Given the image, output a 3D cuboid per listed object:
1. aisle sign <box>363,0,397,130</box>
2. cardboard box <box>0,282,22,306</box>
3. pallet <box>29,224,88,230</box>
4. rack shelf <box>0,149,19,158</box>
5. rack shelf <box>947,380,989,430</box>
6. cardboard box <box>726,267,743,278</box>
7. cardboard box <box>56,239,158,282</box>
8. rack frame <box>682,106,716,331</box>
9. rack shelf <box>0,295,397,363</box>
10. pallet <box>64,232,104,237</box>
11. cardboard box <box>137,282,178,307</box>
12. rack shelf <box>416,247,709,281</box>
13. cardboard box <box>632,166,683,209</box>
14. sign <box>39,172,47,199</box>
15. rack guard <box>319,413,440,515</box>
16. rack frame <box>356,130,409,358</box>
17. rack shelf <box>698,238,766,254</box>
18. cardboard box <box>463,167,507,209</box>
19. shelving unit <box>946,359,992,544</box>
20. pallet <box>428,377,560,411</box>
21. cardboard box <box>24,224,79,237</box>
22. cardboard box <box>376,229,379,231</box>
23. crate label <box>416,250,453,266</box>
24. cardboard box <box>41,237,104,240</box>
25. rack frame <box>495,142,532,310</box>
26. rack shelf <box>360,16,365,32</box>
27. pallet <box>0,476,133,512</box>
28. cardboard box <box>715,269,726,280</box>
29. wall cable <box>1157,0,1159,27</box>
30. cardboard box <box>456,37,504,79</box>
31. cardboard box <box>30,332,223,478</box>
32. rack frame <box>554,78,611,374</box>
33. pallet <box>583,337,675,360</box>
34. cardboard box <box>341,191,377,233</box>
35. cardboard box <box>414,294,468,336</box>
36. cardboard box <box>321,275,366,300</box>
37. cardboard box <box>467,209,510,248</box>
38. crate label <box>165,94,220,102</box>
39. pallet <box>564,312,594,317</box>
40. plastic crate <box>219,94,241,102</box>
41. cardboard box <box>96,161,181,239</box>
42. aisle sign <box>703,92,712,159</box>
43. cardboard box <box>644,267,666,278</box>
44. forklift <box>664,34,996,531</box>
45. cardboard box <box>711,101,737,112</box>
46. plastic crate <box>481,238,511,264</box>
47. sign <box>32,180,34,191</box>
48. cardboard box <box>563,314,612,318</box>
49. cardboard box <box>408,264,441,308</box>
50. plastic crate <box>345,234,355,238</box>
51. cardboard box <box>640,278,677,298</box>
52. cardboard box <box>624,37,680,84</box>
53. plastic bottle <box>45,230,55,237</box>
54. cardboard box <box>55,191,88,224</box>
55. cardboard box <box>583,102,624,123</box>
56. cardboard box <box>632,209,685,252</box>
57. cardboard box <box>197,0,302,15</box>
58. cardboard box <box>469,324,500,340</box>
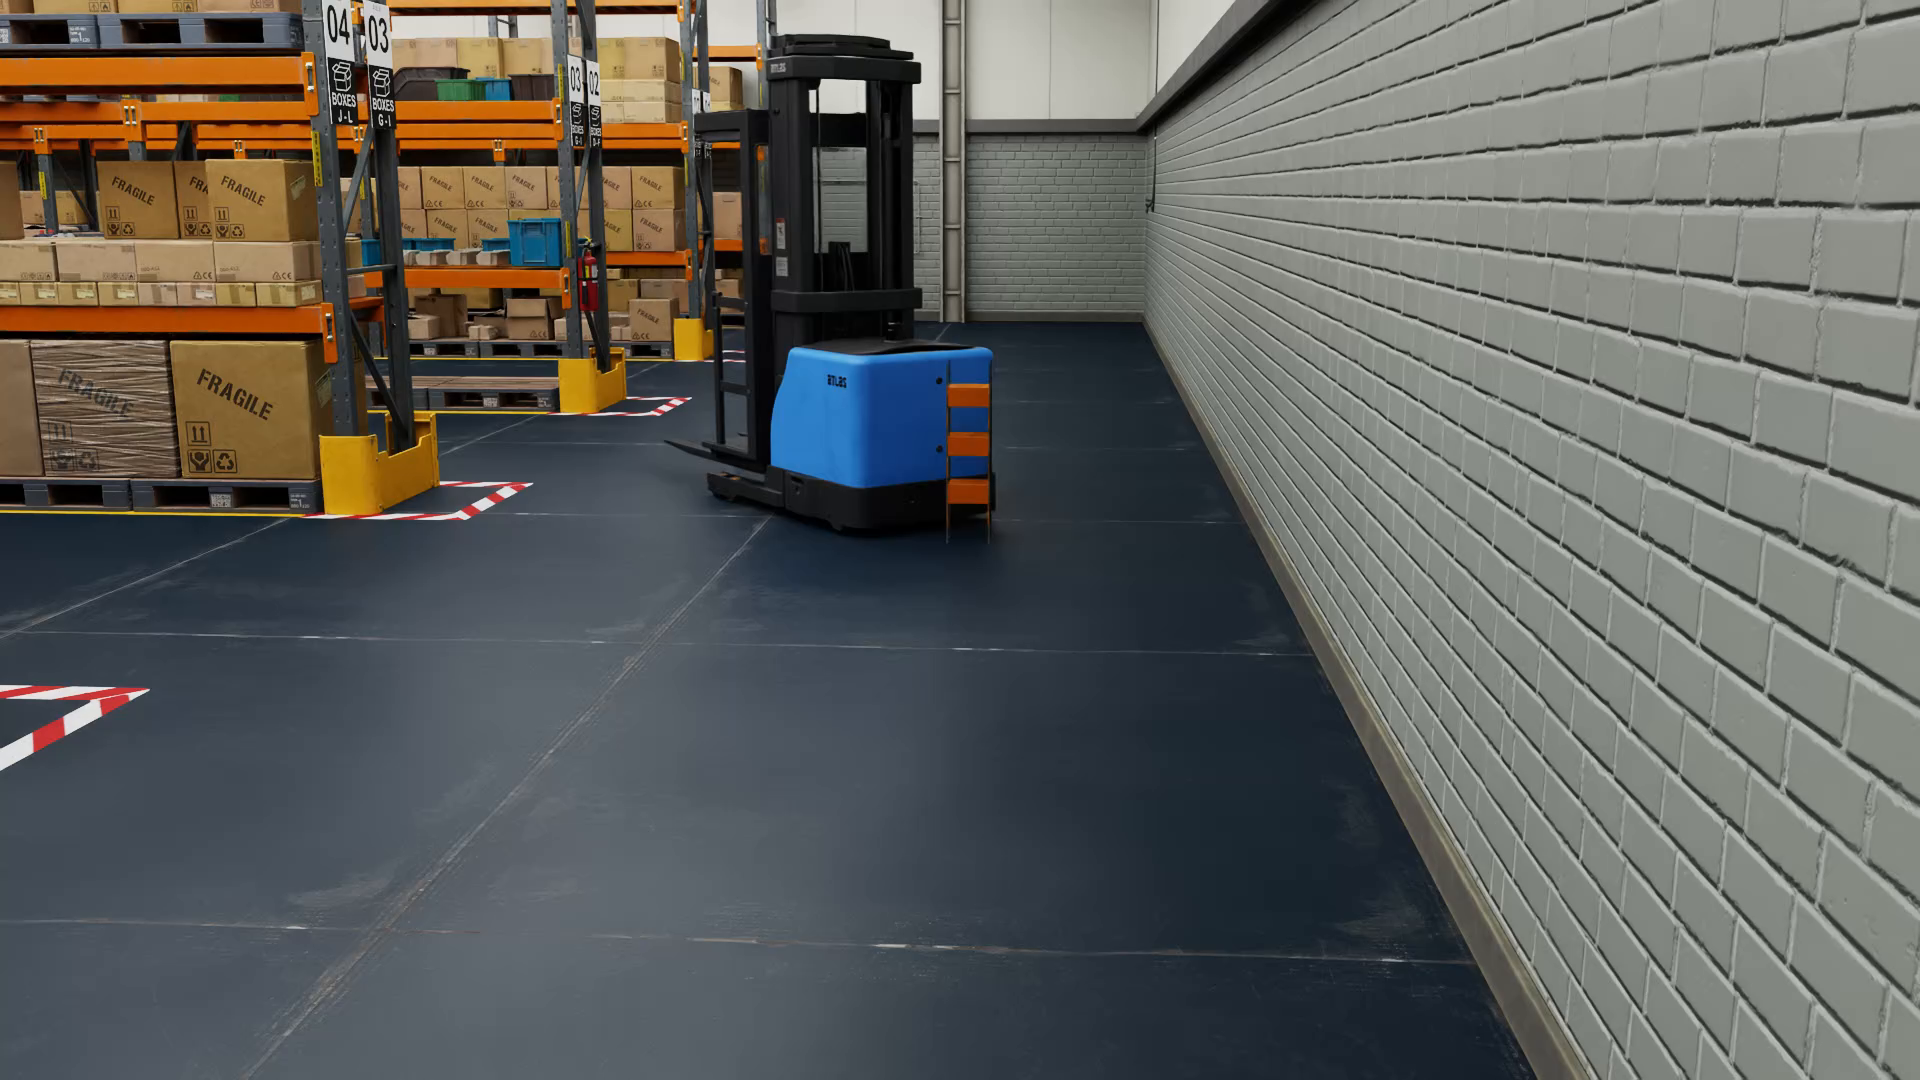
[{"bbox_3d":[-3.765,-3.077,10.804,0.004,0.787,0.394,1,12,4],"label":"aisle sign"},{"bbox_3d":[-6.020,-1.583,10.624,0.250,0.149,0.380,0,12,2],"label":"cardboard box"},{"bbox_3d":[-14.085,-4.810,25.907,1.213,0.211,1.003,1,12,4],"label":"pallet"},{"bbox_3d":[-16.833,-6.088,25.977,4.000,0.370,1.077,1,12,4],"label":"rack shelf"},{"bbox_3d":[0.053,-0.781,9.601,0.240,0.259,0.215,1,12,4],"label":"rack shelf"},{"bbox_3d":[-3.431,-4.108,25.576,0.250,0.149,0.380,1,12,4],"label":"cardboard box"},{"bbox_3d":[-5.372,-1.783,10.606,0.500,0.250,0.500,0,12,2],"label":"cardboard box"},{"bbox_3d":[-3.192,-3.768,20.456,0.127,3.000,1.000,1,12,4],"label":"rack frame"},{"bbox_3d":[-5.853,-1.420,10.986,4.000,0.370,1.077,1,12,4],"label":"rack shelf"},{"bbox_3d":[-10.493,-3.789,21.023,1.003,0.211,1.213,1,12,4],"label":"pallet"},{"bbox_3d":[-4.995,-1.570,10.559,0.250,0.149,0.380,1,12,5],"label":"cardboard box"},{"bbox_3d":[-5.187,-3.443,20.661,4.000,0.370,1.077,1,12,4],"label":"rack shelf"},{"bbox_3d":[-3.654,-4.256,20.104,0.500,0.500,0.500,1,12,3],"label":"cardboard box"},{"bbox_3d":[-11.207,-4.331,20.319,0.005,0.325,0.100,1,12,4],"label":"sign"},{"bbox_3d":[-3.833,-0.521,11.036,0.348,0.500,1.175,1,12,4],"label":"rack guard"},{"bbox_3d":[-7.183,-3.823,20.718,0.127,3.000,1.000,1,12,4],"label":"rack frame"},{"bbox_3d":[-4.860,-4.456,25.499,4.000,0.370,1.077,1,12,4],"label":"rack shelf"},{"bbox_3d":[-5.704,-4.283,20.232,0.500,0.500,0.500,0,12,2],"label":"cardboard box"},{"bbox_3d":[0.053,-0.513,9.657,0.252,1.050,0.215,1,12,4],"label":"shelving unit"},{"bbox_3d":[-4.347,-1.411,15.996,1.213,0.211,1.003,1,12,4],"label":"pallet"},{"bbox_3d":[-11.534,-3.848,21.055,0.500,0.311,0.500,2,12,7],"label":"cardboard box"},{"bbox_3d":[-8.741,-4.701,25.480,0.250,0.149,0.380,1,12,6],"label":"cardboard box"},{"bbox_3d":[-4.920,-2.637,15.544,0.243,0.136,0.396,1,12,4],"label":"crate label"},{"bbox_3d":[-5.859,-1.898,11.155,0.500,0.250,0.500,1,12,3],"label":"cardboard box"},{"bbox_3d":[-6.855,-4.835,25.556,0.127,3.000,1.000,1,12,4],"label":"rack frame"},{"bbox_3d":[-9.178,-6.239,20.349,4.000,0.370,1.077,1,12,4],"label":"rack shelf"},{"bbox_3d":[-5.874,-0.392,11.125,1.213,0.211,1.003,1,12,4],"label":"pallet"},{"bbox_3d":[-3.710,-4.033,25.219,0.250,0.149,0.380,1,12,3],"label":"cardboard box"},{"bbox_3d":[2.574,-7.966,21.120,0.112,2.526,3.097,1,12,4],"label":"wall cable"},{"bbox_3d":[-5.706,-5.789,20.106,0.500,0.500,0.700,1,12,4],"label":"cardboard box"},{"bbox_3d":[-5.409,-0.915,10.979,0.875,0.875,0.875,1,12,4],"label":"cardboard box"},{"bbox_3d":[-3.526,-2.756,15.619,0.127,3.000,1.000,1,12,4],"label":"rack frame"},{"bbox_3d":[-4.063,-2.415,20.798,1.213,0.211,1.003,1,12,4],"label":"pallet"},{"bbox_3d":[-7.640,-4.130,20.914,0.500,0.500,0.700,-3,12,-15],"label":"cardboard box"},{"bbox_3d":[-6.595,-2.865,21.168,0.500,0.500,0.500,1,12,4],"label":"cardboard box"},{"bbox_3d":[-4.189,-1.694,11.153,0.250,0.149,0.380,1,12,4],"label":"cardboard box"},{"bbox_3d":[-5.682,-3.796,20.343,0.500,0.500,0.500,1,12,3],"label":"cardboard box"},{"bbox_3d":[-7.048,-4.084,15.286,0.466,0.136,0.293,1,12,4],"label":"crate label"},{"bbox_3d":[-6.102,-3.444,25.715,1.213,0.211,1.003,1,12,4],"label":"pallet"},{"bbox_3d":[-7.074,-4.232,15.863,0.662,0.188,0.450,1,12,4],"label":"plastic crate"},{"bbox_3d":[-5.334,-2.258,11.046,0.500,0.500,0.500,0,12,2],"label":"cardboard box"},{"bbox_3d":[-3.104,-5.100,20.472,0.004,0.787,0.394,1,12,4],"label":"aisle sign"},{"bbox_3d":[-4.696,-4.125,25.657,0.250,0.149,0.380,1,12,4],"label":"cardboard box"},{"bbox_3d":[-1.035,-1.738,10.917,1.130,2.935,3.031,-8,14,-34],"label":"forklift"},{"bbox_3d":[-3.613,-6.385,24.738,0.500,0.250,0.500,1,12,5],"label":"cardboard box"},{"bbox_3d":[-4.408,-2.783,16.011,0.300,0.233,0.416,1,12,4],"label":"plastic crate"},{"bbox_3d":[-14.804,-5.625,26.503,0.005,0.325,0.100,1,12,4],"label":"sign"},{"bbox_3d":[-4.713,-2.717,21.071,0.500,0.250,0.500,1,12,4],"label":"cardboard box"},{"bbox_3d":[-8.400,-3.982,25.704,0.750,0.750,0.750,1,12,5],"label":"cardboard box"},{"bbox_3d":[-6.006,-2.724,15.607,0.530,0.282,0.437,1,12,4],"label":"plastic crate"},{"bbox_3d":[-4.571,-3.765,25.520,0.500,0.500,0.700,0,12,2],"label":"cardboard box"},{"bbox_3d":[-3.705,-5.778,20.054,0.500,0.500,0.700,1,12,4],"label":"cardboard box"},{"bbox_3d":[-8.631,-2.765,15.779,0.185,0.351,0.144,1,12,4],"label":"plastic bottle"},{"bbox_3d":[-13.775,-5.186,25.914,0.500,0.500,0.700,2,12,10],"label":"cardboard box"},{"bbox_3d":[-4.220,-5.125,19.984,0.500,0.250,0.500,1,12,4],"label":"cardboard box"},{"bbox_3d":[-3.657,-3.768,20.209,0.500,0.500,0.500,1,12,5],"label":"cardboard box"},{"bbox_3d":[-4.380,-3.512,10.393,0.500,0.500,0.700,0,12,0],"label":"cardboard box"},{"bbox_3d":[-5.915,-2.592,20.677,0.250,0.166,0.380,1,12,4],"label":"cardboard box"}]
